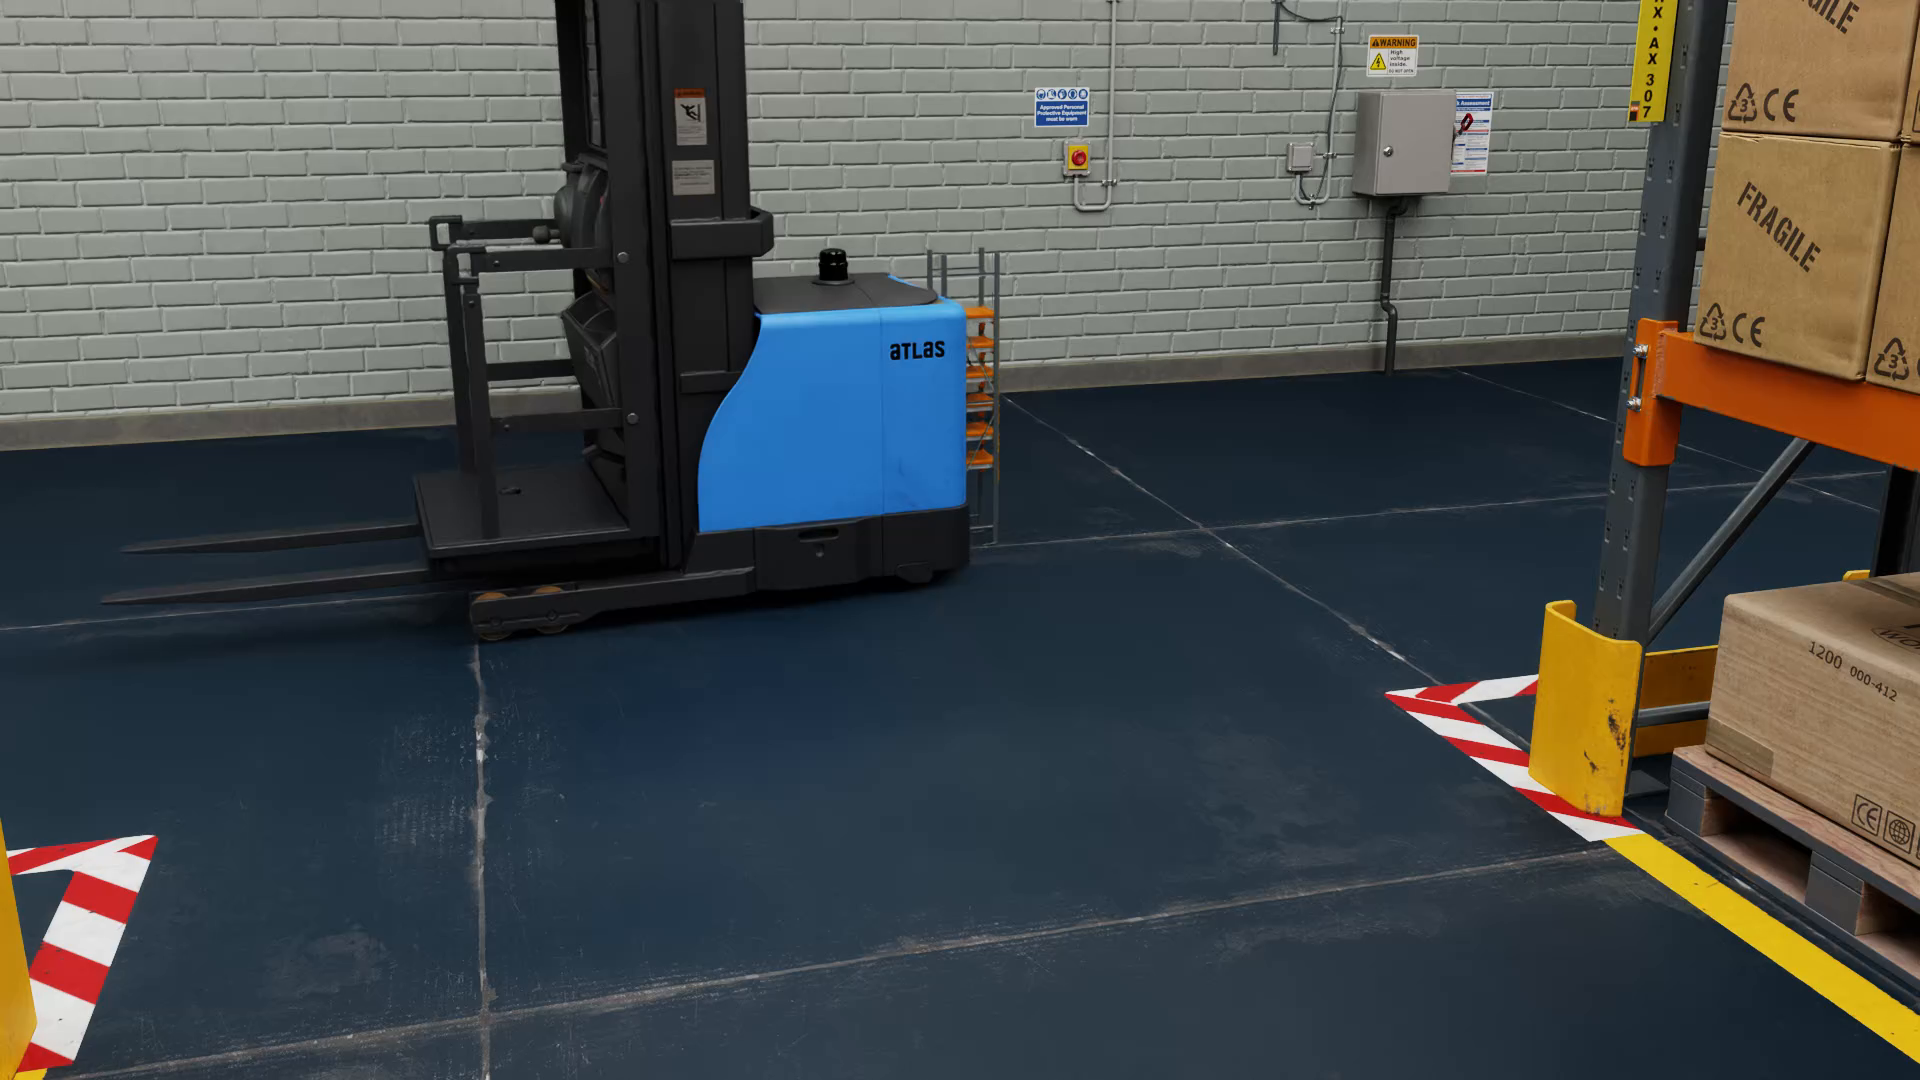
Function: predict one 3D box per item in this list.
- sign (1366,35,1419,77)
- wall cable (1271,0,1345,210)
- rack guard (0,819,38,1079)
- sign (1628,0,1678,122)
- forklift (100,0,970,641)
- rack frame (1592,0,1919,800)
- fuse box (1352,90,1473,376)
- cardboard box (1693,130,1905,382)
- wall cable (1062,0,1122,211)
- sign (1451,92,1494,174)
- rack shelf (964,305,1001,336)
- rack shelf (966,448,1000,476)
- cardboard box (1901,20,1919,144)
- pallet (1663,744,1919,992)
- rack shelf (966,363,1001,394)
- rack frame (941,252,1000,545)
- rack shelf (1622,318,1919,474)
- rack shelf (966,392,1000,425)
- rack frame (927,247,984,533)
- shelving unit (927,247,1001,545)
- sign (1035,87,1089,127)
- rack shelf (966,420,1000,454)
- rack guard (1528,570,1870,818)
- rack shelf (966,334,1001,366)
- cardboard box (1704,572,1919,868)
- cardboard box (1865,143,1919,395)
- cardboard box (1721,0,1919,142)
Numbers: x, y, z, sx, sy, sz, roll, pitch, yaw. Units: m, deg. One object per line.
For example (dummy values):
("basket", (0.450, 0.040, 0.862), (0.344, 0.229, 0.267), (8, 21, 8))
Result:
("sign", (2.596, -2.905, 9.974), (0.339, 0.242, 0.001), (-5, 17, -15))
("wall cable", (2.006, -2.933, 9.736), (0.588, 1.984, 0.122), (-5, 17, -15))
("rack guard", (-2.493, 0.864, 3.205), (1.175, 0.500, 0.348), (-5, 17, -15))
("sign", (1.683, -1.183, 4.035), (0.100, 0.325, 0.005), (-5, 17, -15))
("forklift", (-1.534, -1.225, 5.934), (3.031, 2.935, 1.130), (-6, 18, -19))
("rack frame", (2.218, -0.773, 4.312), (1.000, 3.000, 0.127), (-5, 17, -15))
("fuse box", (2.706, -1.840, 10.102), (0.539, 1.711, 0.414), (-5, 17, -15))
("cardboard box", (2.074, -0.665, 3.780), (0.500, 0.500, 0.500), (-5, 17, -16))
("wall cable", (0.646, -2.832, 9.347), (0.585, 1.953, 0.123), (-5, 17, -15))
("sign", (3.124, -2.507, 10.251), (0.329, 0.494, 0.001), (-5, 17, -15))
("rack shelf", (0.012, -0.874, 6.679), (0.258, 0.103, 0.180), (-6, 18, -18))
("rack shelf", (0.012, -0.300, 6.852), (0.258, 0.103, 0.180), (-6, 18, -18))
("cardboard box", (2.225, -1.002, 3.162), (0.500, 0.500, 0.500), (-5, 17, -17))
("pallet", (2.513, 0.777, 3.997), (1.003, 0.211, 1.213), (-5, 17, -15))
("rack shelf", (0.012, -0.644, 6.748), (0.258, 0.103, 0.180), (-6, 18, -18))
("rack frame", (0.042, -0.547, 6.687), (0.240, 1.200, 0.006), (-6, 18, -18))
("rack shelf", (2.768, 0.125, 2.573), (1.077, 0.370, 4.000), (-5, 17, -15))
("rack shelf", (0.012, -0.529, 6.783), (0.258, 0.103, 0.180), (-6, 18, -18))
("rack frame", (-0.017, -0.597, 6.853), (0.240, 1.200, 0.006), (-6, 18, -18))
("shelving unit", (0.012, -0.572, 6.770), (0.258, 1.200, 0.189), (-6, 18, -18))
("sign", (0.583, -2.473, 9.503), (0.327, 0.218, 0.001), (-5, 17, -15))
("rack shelf", (0.012, -0.415, 6.818), (0.258, 0.103, 0.180), (-6, 18, -18))
("rack guard", (2.211, 0.417, 4.693), (1.175, 0.500, 0.348), (-5, 17, -15))
("rack shelf", (0.012, -0.759, 6.714), (0.258, 0.103, 0.180), (-6, 18, -18))
("cardboard box", (2.496, 0.428, 4.038), (0.875, 0.438, 0.875), (-5, 18, -17))
("cardboard box", (2.240, -0.528, 3.321), (0.500, 0.500, 0.500), (-5, 17, -16))
("cardboard box", (2.076, -1.145, 3.636), (0.500, 0.500, 0.500), (-5, 17, -16))
